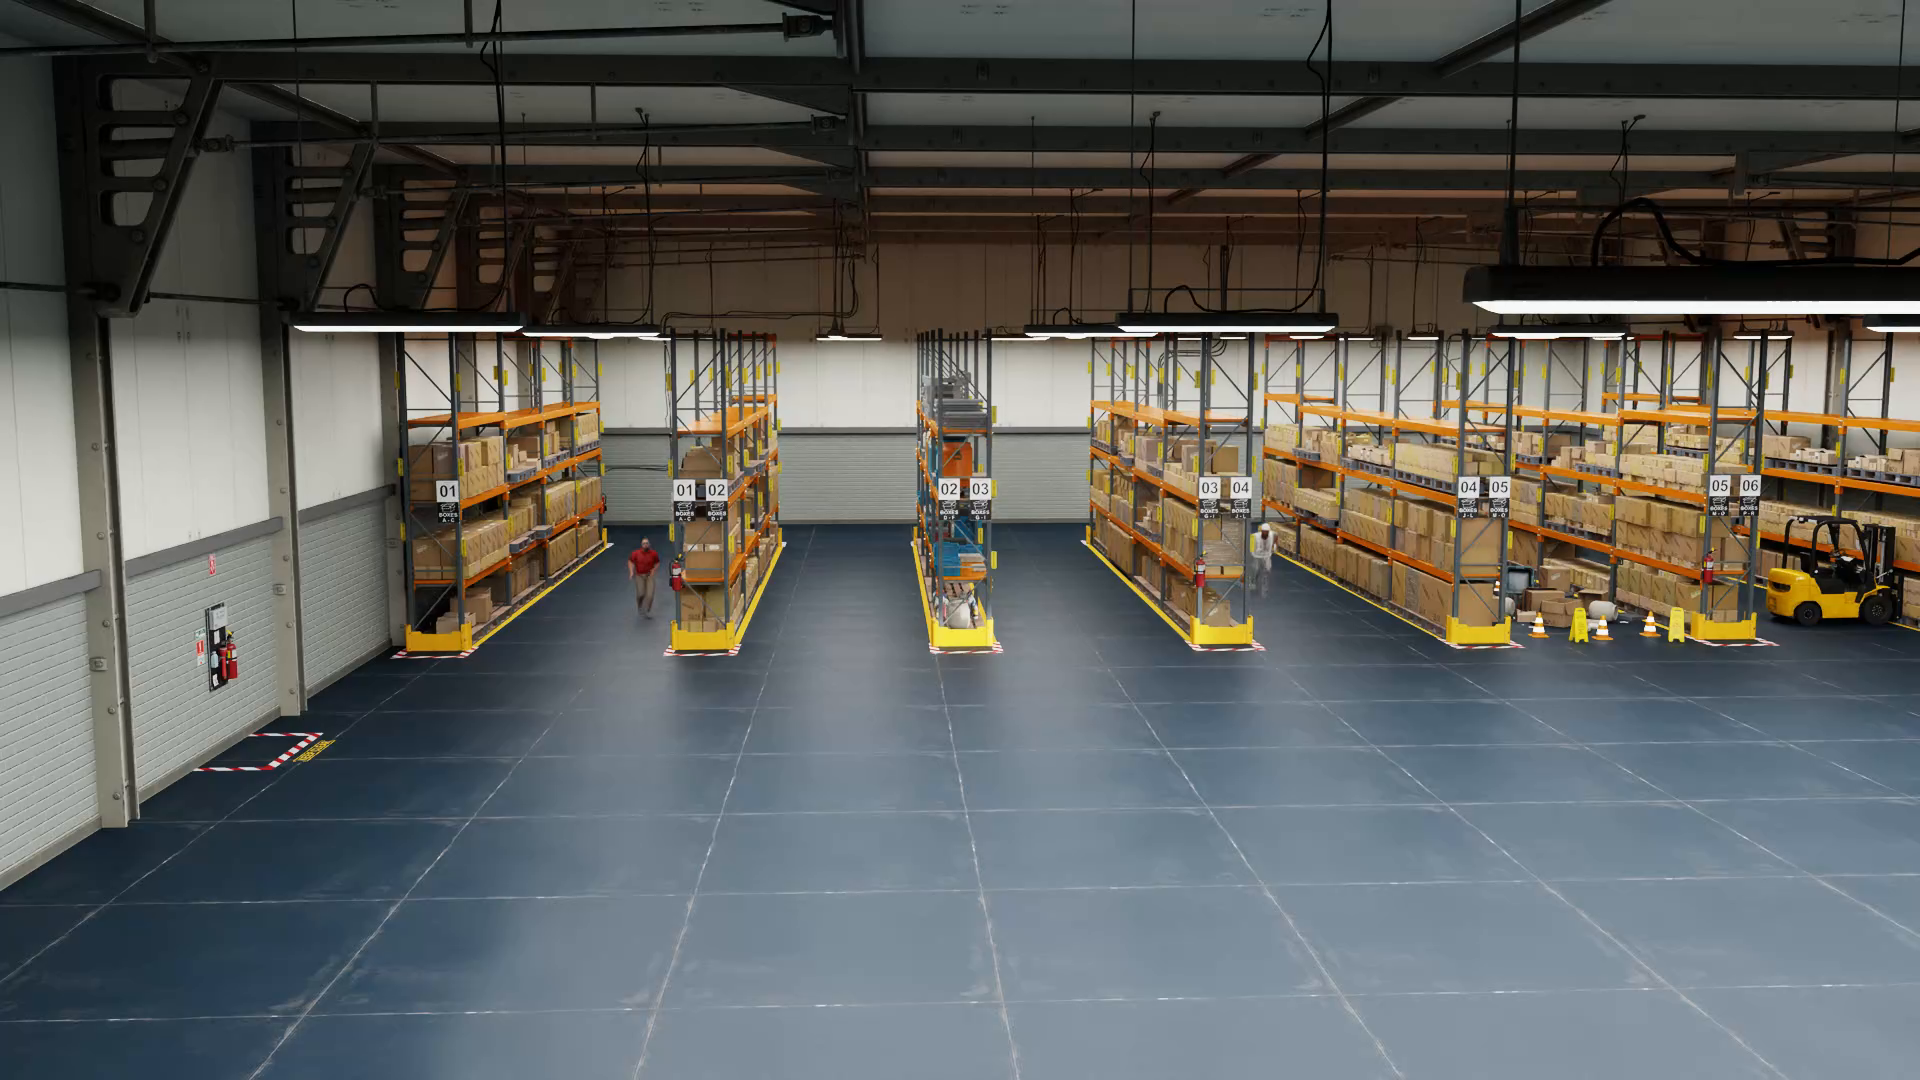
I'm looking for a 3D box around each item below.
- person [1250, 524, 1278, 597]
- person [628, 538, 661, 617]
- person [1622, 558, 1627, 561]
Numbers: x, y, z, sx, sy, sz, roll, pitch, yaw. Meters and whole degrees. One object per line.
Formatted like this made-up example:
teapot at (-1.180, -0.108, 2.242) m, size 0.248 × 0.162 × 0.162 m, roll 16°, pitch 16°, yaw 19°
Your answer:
person at (6.886, 0.444, 37.993) m, size 0.729 × 1.726 × 1.033 m, roll -1°, pitch 7°, yaw -6°
person at (-6.565, 0.801, 34.672) m, size 0.647 × 1.667 × 0.664 m, roll -2°, pitch 7°, yaw -15°
person at (16.760, -0.006, 41.543) m, size 0.619 × 1.725 × 0.856 m, roll -1°, pitch 7°, yaw -6°
